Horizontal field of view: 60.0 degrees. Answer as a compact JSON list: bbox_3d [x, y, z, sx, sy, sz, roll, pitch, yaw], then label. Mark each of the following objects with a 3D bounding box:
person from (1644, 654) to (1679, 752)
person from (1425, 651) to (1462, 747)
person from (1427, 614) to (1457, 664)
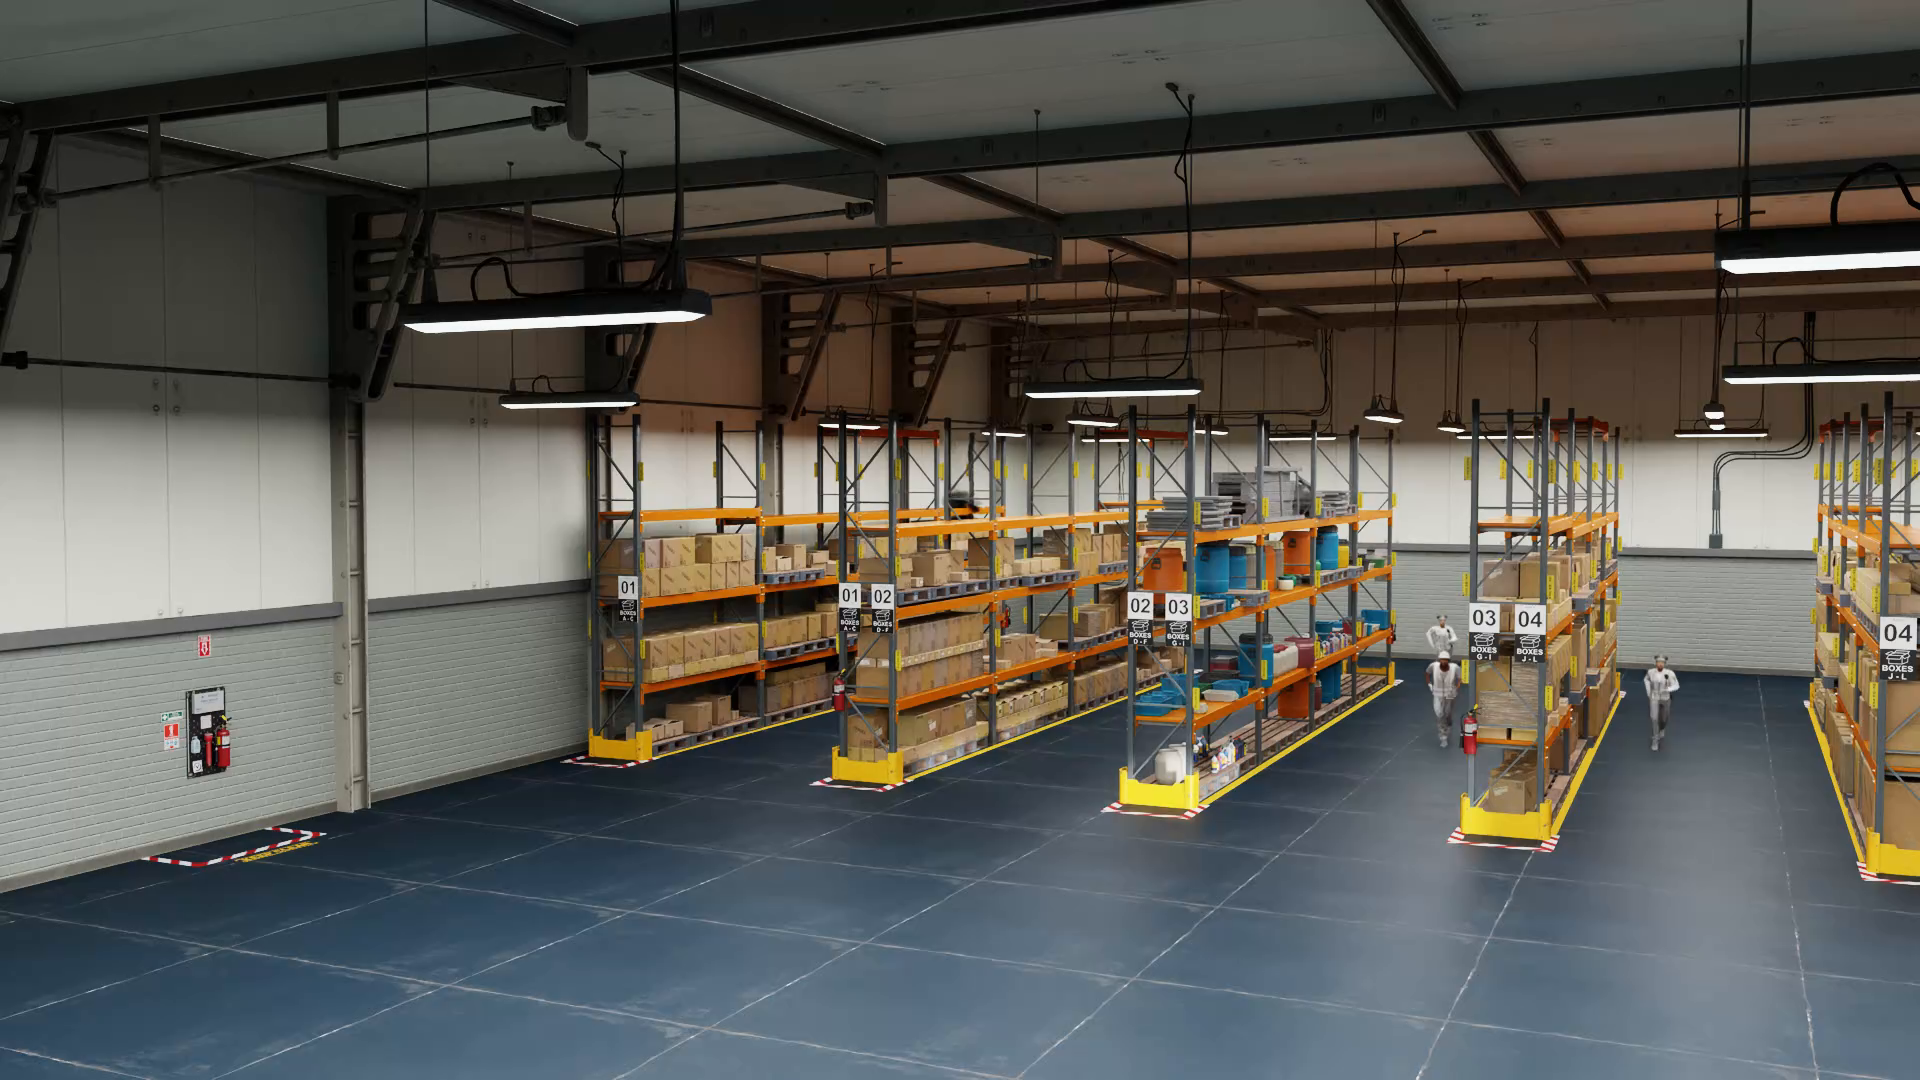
[{"bbox_3d":[12.729,2.924,30.168,0.580,1.723,1.045,1,3,21],"label":"person"},{"bbox_3d":[8.932,2.900,30.641,0.692,1.777,0.990,1,3,22],"label":"person"},{"bbox_3d":[11.175,2.573,38.501,0.646,1.707,0.845,0,2,5],"label":"person"}]
